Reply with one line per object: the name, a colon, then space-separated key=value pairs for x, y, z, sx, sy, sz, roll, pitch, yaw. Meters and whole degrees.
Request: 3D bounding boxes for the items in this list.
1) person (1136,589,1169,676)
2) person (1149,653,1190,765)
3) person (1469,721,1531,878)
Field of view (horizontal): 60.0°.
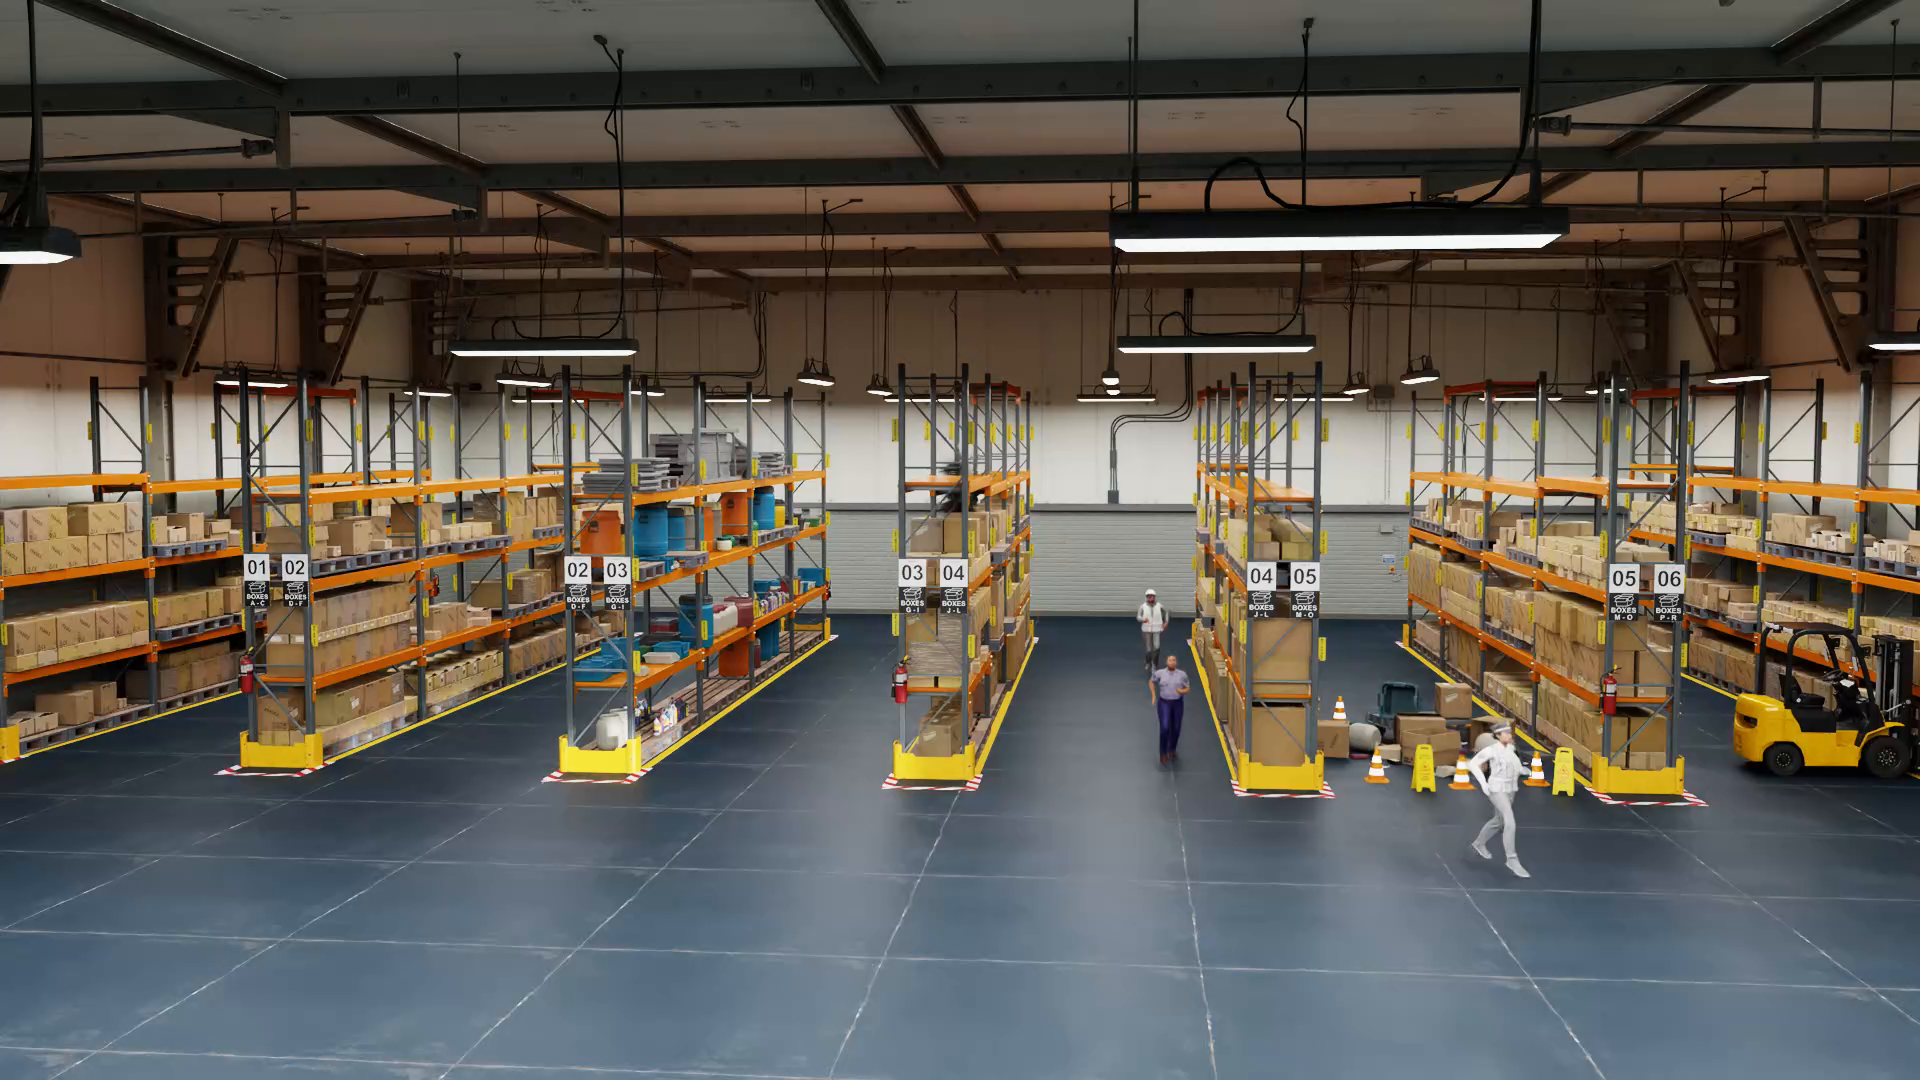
person: x=3.999 y=1.923 z=34.571 sx=0.659 sy=1.809 sz=0.755 roll=1 pitch=4 yaw=9
person: x=3.199 y=2.570 z=25.264 sx=0.576 sy=1.697 sz=0.707 roll=0 pitch=4 yaw=-4
person: x=6.215 y=2.920 z=19.072 sx=0.596 sy=1.730 sz=0.832 roll=-3 pitch=5 yaw=-36
